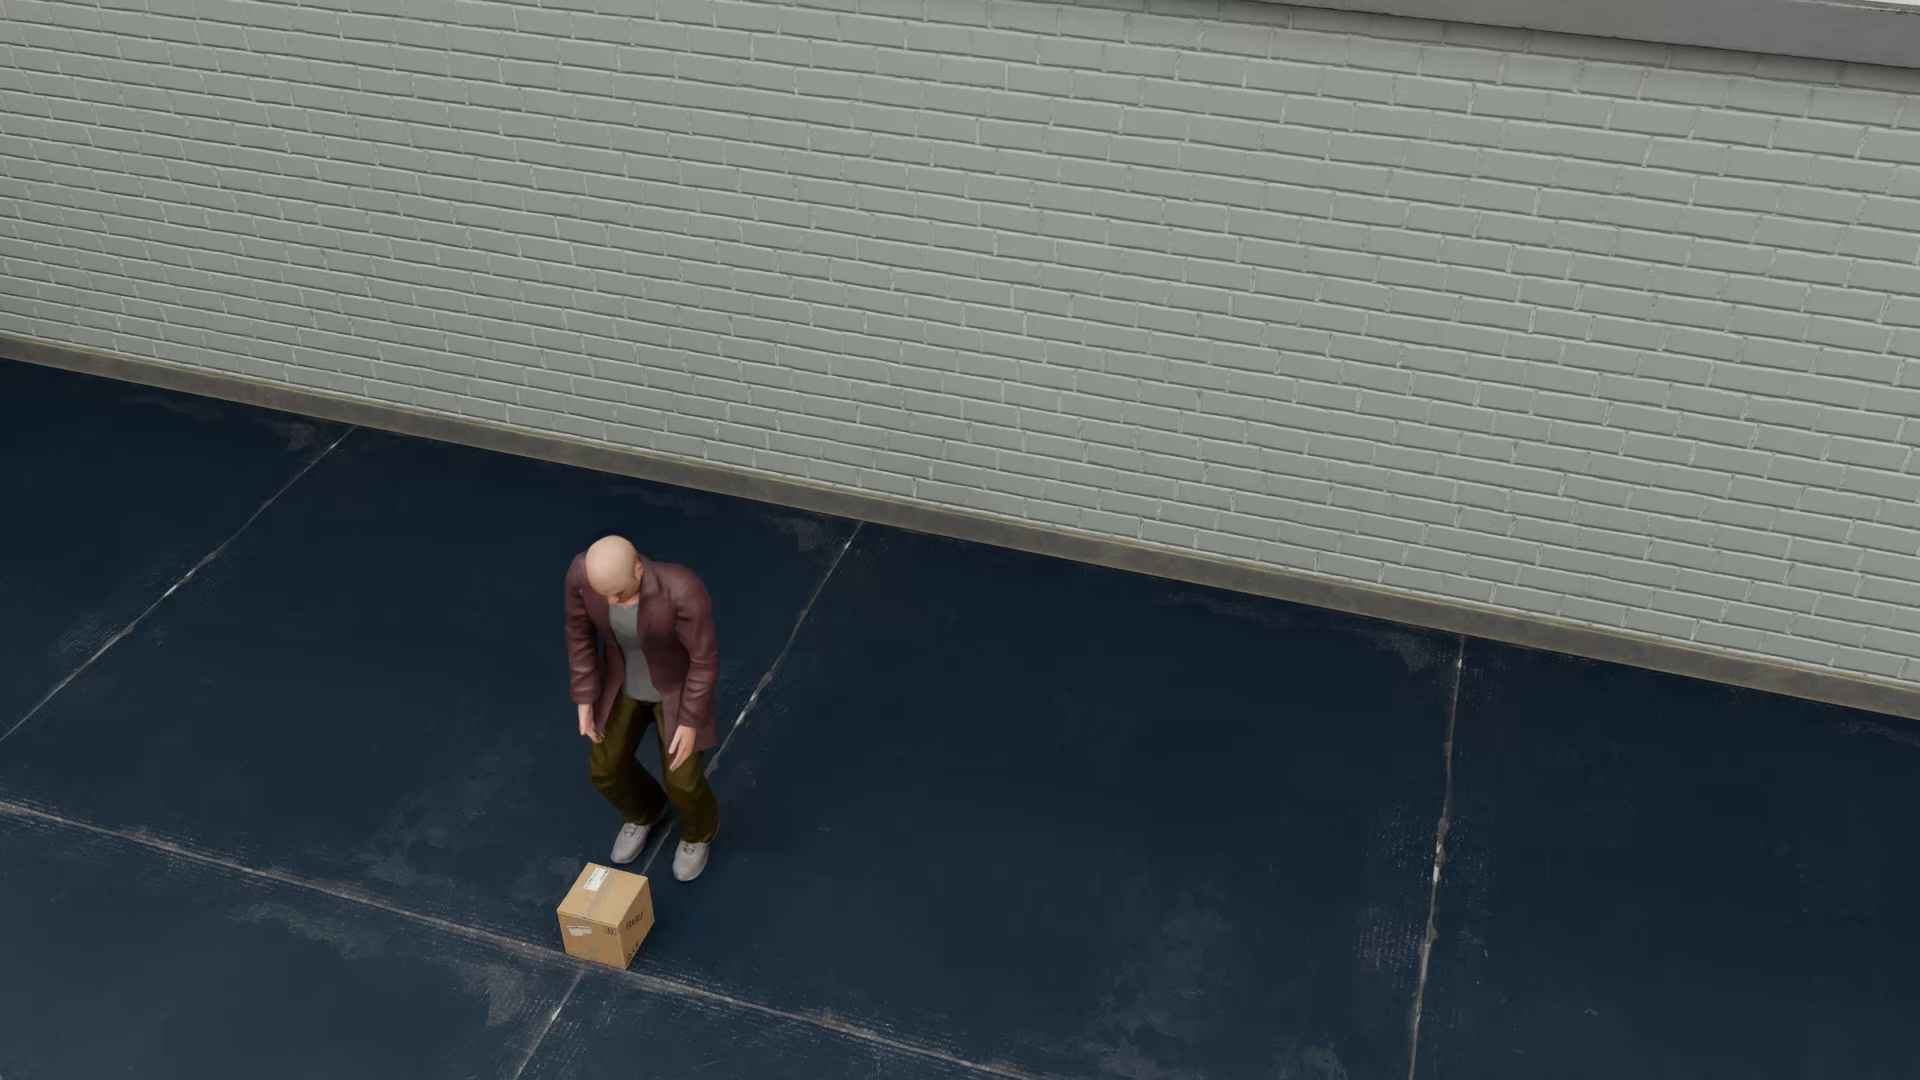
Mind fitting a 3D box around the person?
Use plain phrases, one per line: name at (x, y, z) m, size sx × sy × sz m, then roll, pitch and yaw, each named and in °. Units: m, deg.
person at (-1.152, 0.583, 6.240) m, size 0.611 × 1.643 × 0.522 m, roll 11°, pitch 38°, yaw 15°
